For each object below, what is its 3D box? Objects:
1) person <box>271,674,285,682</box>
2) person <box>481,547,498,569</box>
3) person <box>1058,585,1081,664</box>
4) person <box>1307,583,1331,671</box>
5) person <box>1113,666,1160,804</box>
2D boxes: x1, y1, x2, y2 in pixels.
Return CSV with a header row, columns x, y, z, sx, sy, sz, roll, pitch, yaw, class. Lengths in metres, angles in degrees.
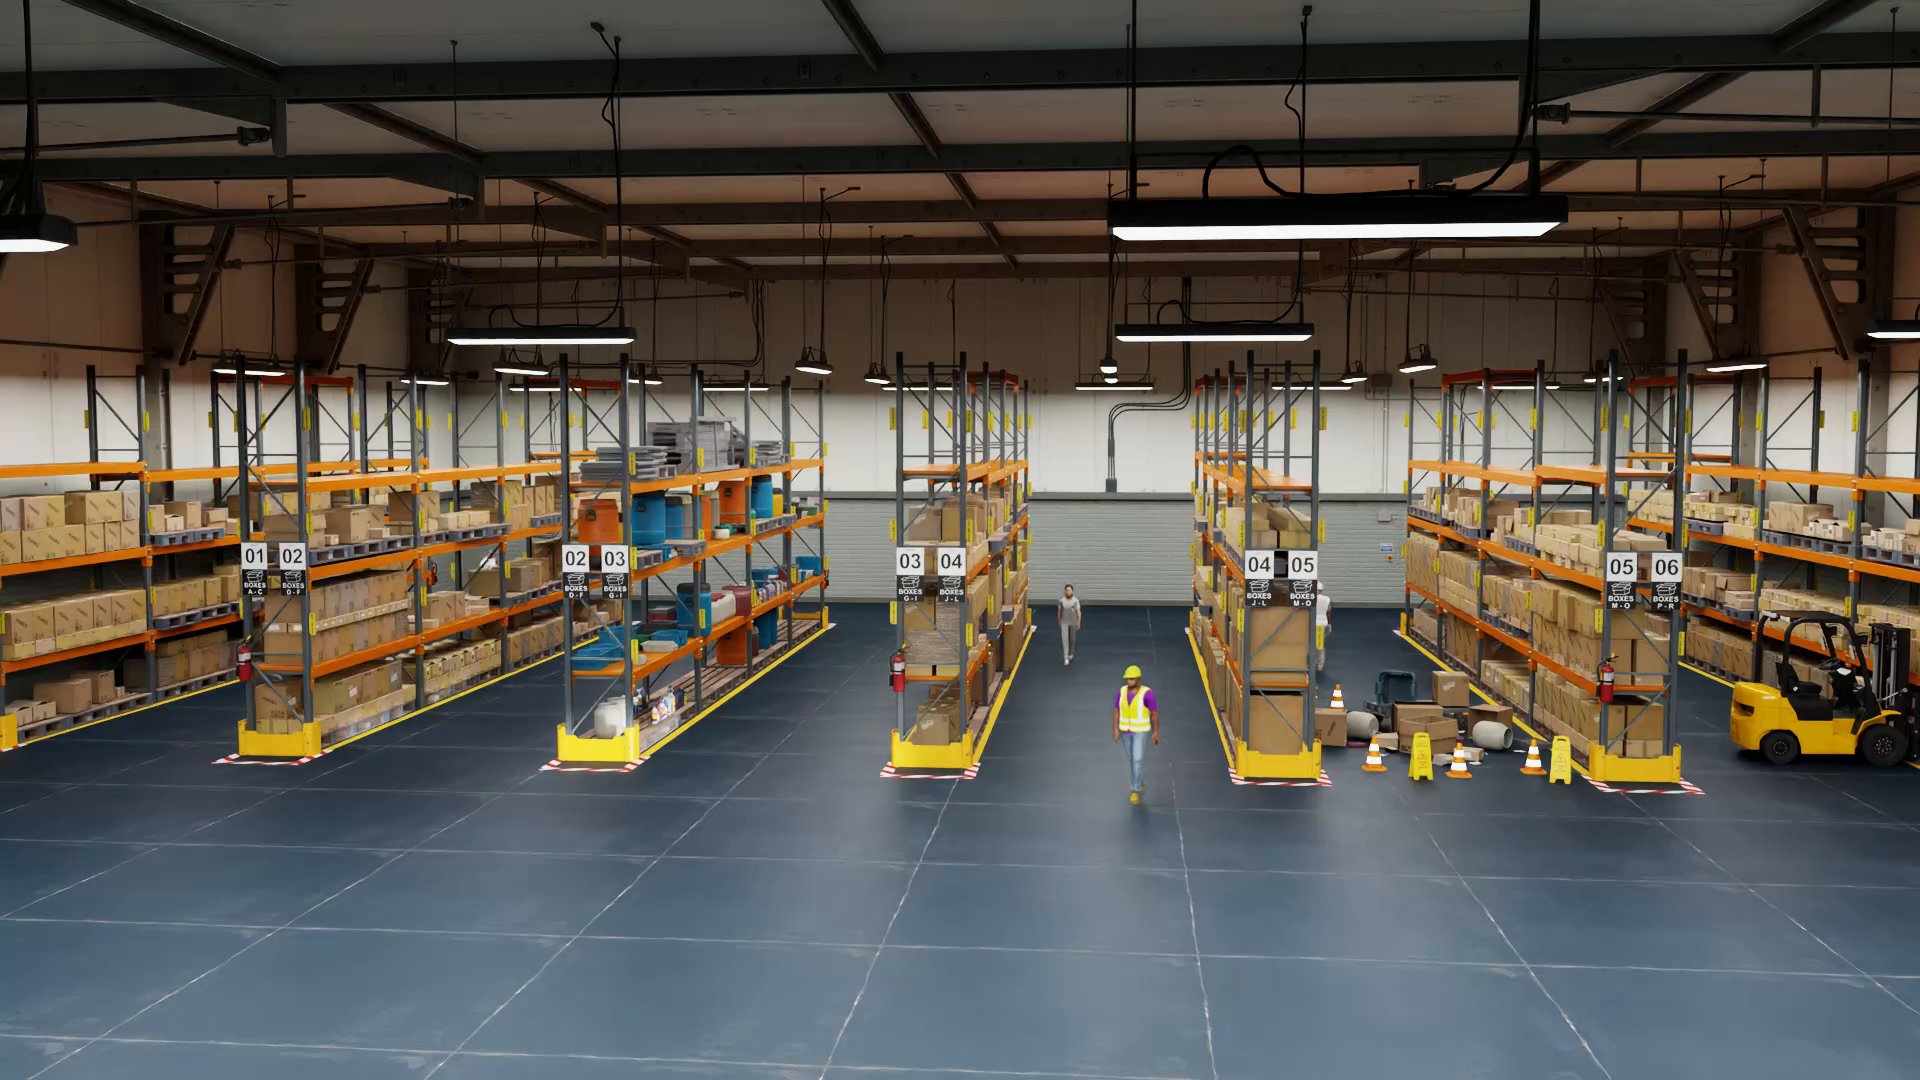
x,y,z,sx,sy,sz,roll,pitch,yaw,class
-13.134,1.894,31.981,0.505,1.671,0.458,3,5,32,person
-12.196,1.053,43.003,0.660,1.753,0.524,1,4,9,person
2.266,1.731,34.450,0.471,1.610,1.058,0,4,2,person
7.188,1.739,33.493,0.600,1.803,0.400,-1,4,-18,person
2.290,2.545,22.098,0.606,1.739,0.849,3,5,36,person
